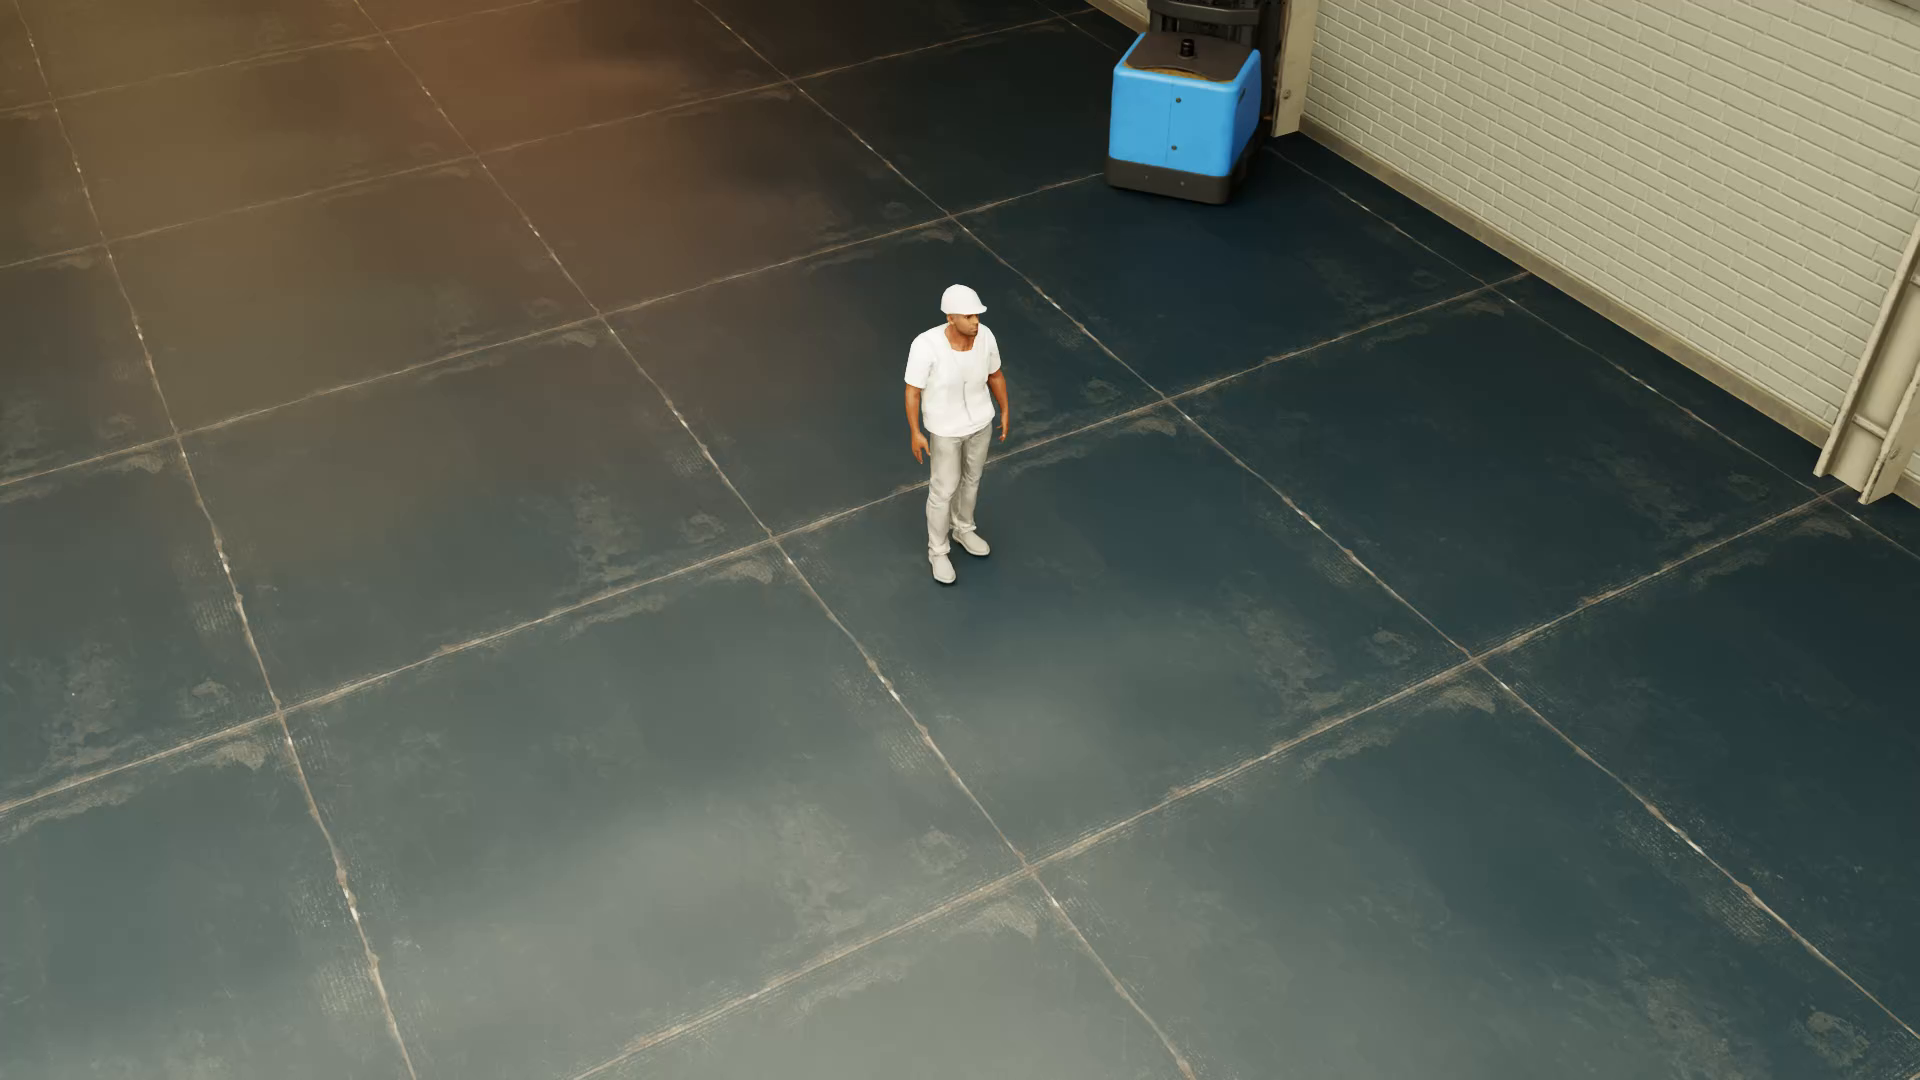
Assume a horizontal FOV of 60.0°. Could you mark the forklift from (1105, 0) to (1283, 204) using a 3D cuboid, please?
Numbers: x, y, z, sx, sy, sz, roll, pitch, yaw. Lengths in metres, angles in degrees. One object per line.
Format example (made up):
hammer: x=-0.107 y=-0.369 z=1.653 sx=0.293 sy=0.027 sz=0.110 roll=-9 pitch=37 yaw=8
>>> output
forklift: x=2.218 y=-4.800 z=13.823 sx=1.130 sy=2.935 sz=3.031 roll=14 pitch=42 yaw=16

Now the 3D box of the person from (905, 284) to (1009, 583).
person: x=0.029 y=-0.645 z=9.715 sx=0.664 sy=1.765 sz=0.577 roll=-20 pitch=44 yaw=-23
